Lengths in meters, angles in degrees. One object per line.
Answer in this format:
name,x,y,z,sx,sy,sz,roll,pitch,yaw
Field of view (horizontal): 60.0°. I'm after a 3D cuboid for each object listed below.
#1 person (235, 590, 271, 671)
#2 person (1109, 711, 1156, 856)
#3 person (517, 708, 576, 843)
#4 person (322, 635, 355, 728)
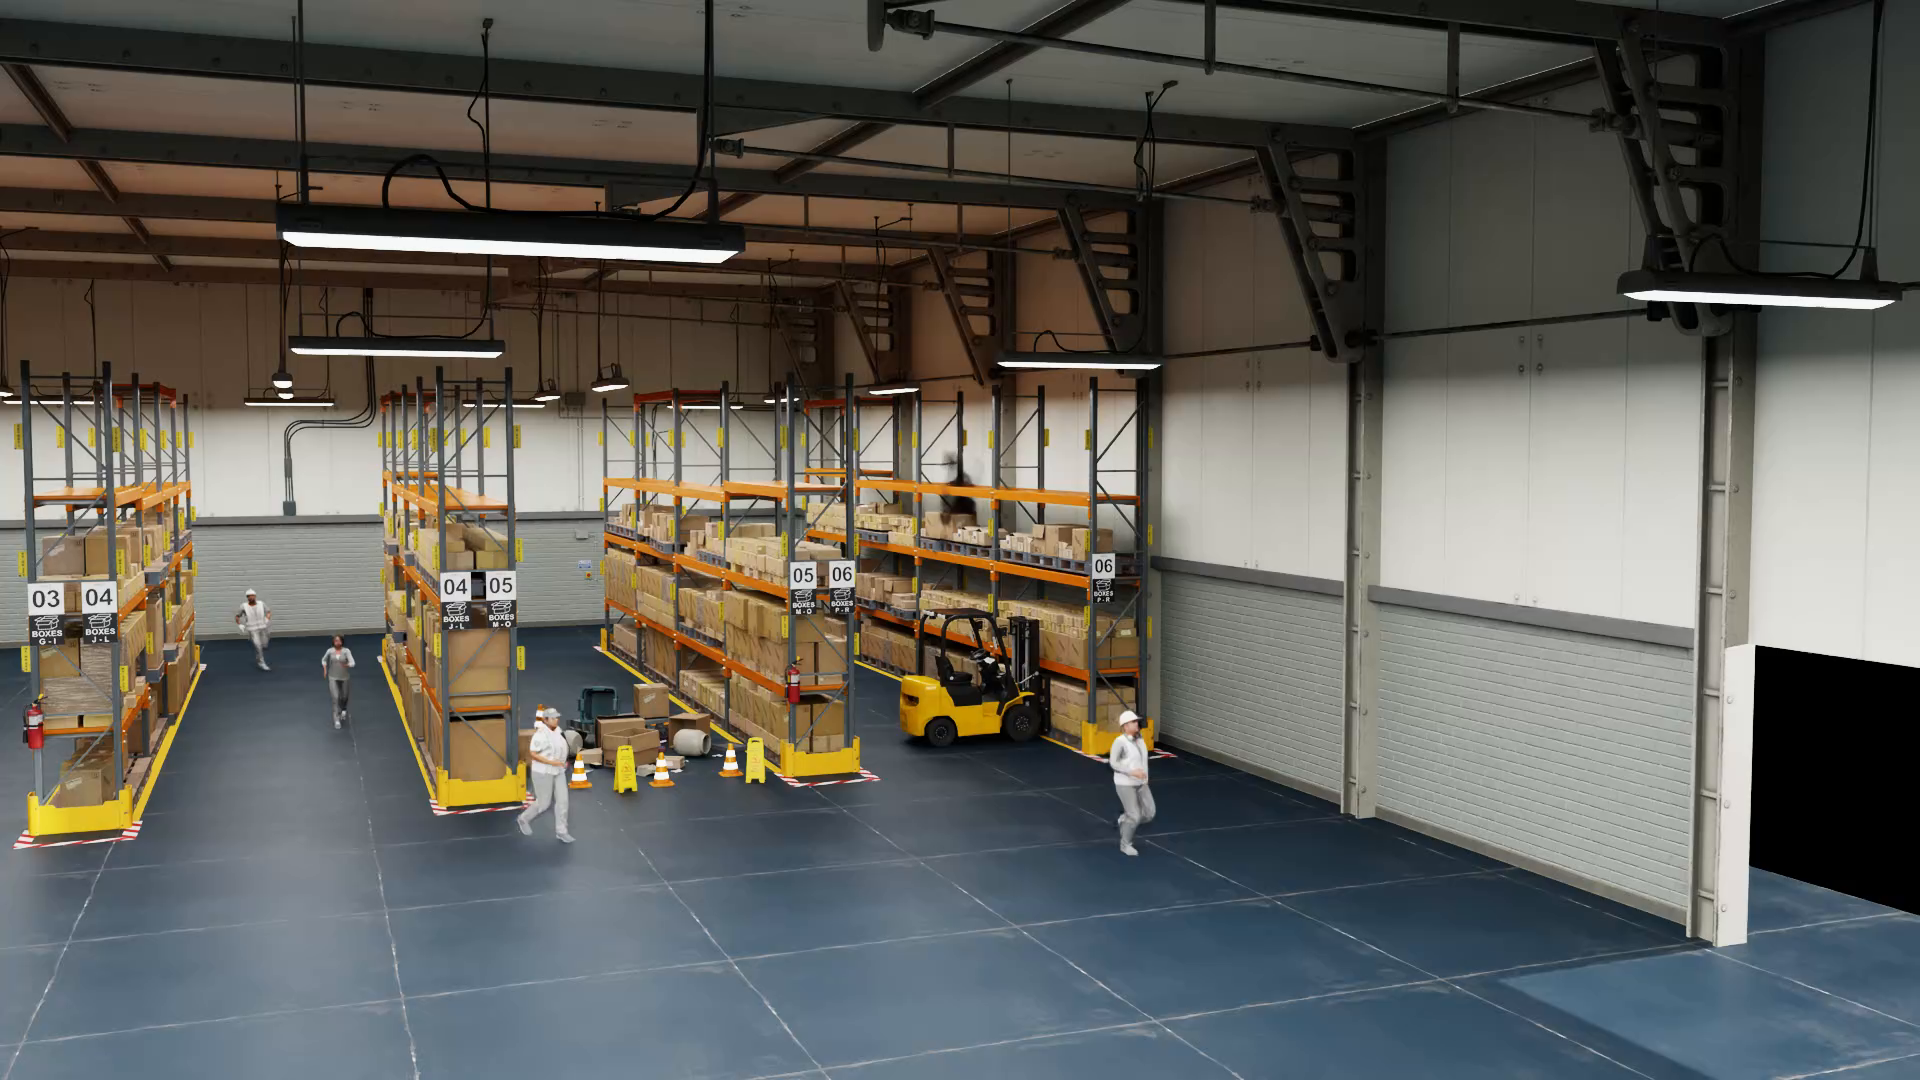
person,-15.342,1.950,36.196,0.723,1.755,0.872,-3,4,-38
person,2.094,2.930,20.073,0.698,1.736,0.563,-3,5,-45
person,-5.157,2.930,20.792,0.804,1.682,0.628,2,4,27
person,-10.837,2.439,29.005,0.537,1.585,0.893,-1,4,-23
